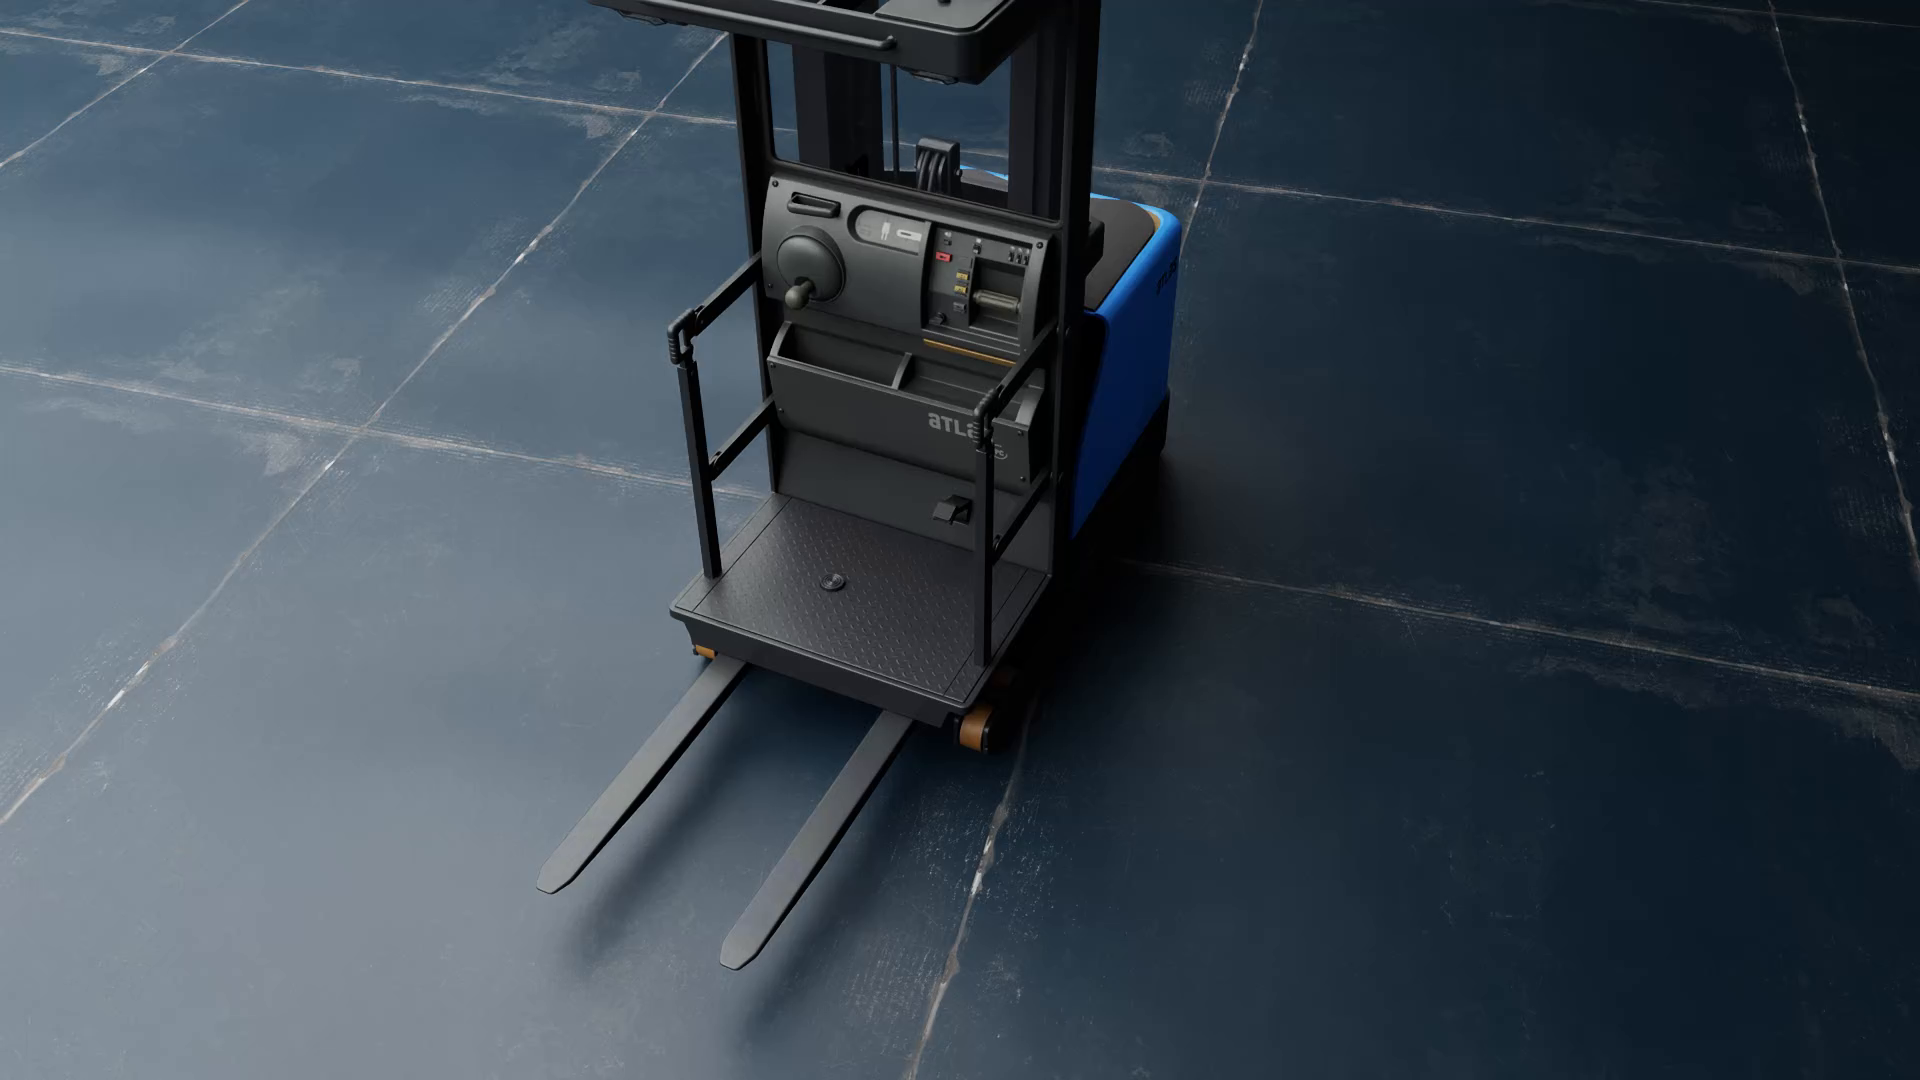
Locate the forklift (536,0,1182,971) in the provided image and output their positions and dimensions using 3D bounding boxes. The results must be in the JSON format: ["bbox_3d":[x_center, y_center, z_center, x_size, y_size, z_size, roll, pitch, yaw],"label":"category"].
[{"bbox_3d":[-0.266,-0.756,4.871,1.130,2.935,3.031,17,43,19],"label":"forklift"}]
